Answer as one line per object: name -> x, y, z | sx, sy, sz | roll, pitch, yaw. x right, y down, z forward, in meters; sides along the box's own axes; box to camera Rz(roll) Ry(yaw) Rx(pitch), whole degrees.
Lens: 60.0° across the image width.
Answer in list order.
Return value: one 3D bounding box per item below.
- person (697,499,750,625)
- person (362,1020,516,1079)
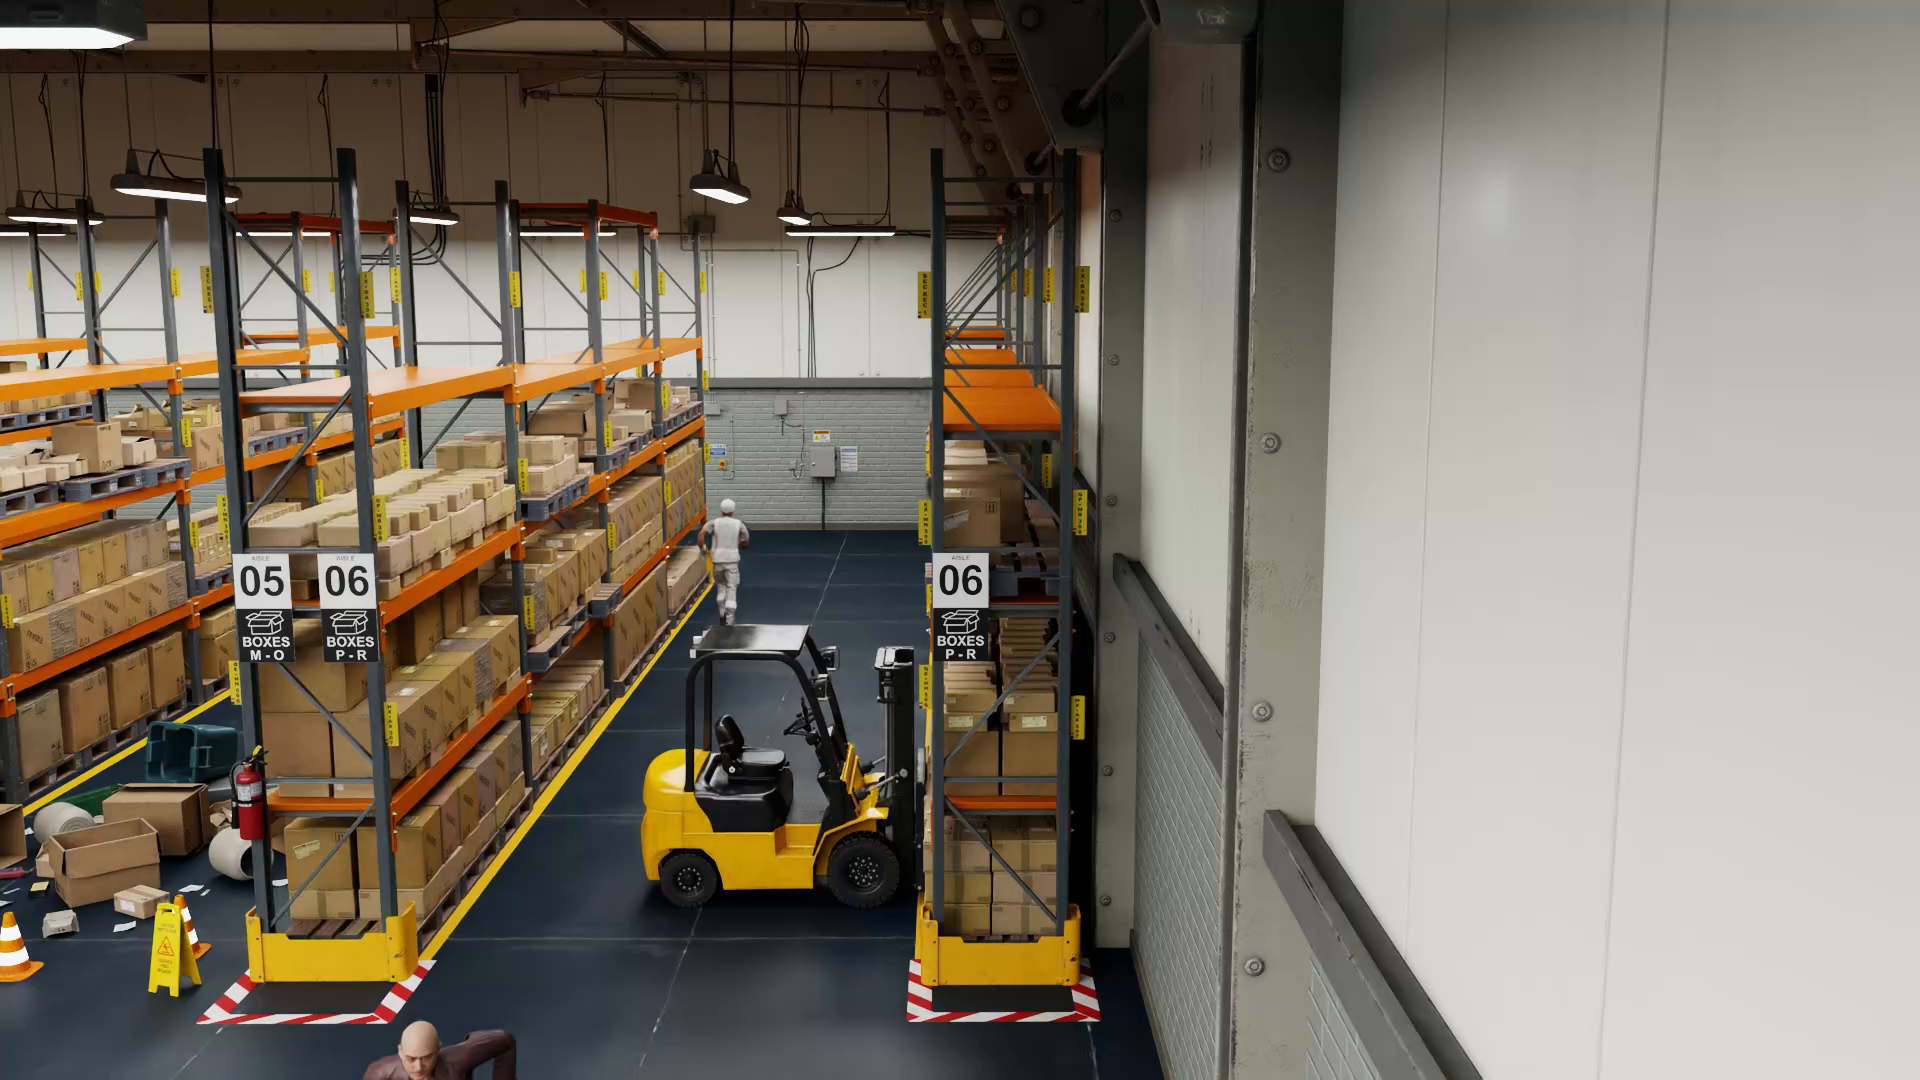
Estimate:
person -> -3.240, 0.349, 22.939 | 0.672, 1.844, 0.852 | 0, 9, 2
person -> -2.573, 3.069, 8.280 | 0.750, 1.733, 1.070 | -1, 9, -9
